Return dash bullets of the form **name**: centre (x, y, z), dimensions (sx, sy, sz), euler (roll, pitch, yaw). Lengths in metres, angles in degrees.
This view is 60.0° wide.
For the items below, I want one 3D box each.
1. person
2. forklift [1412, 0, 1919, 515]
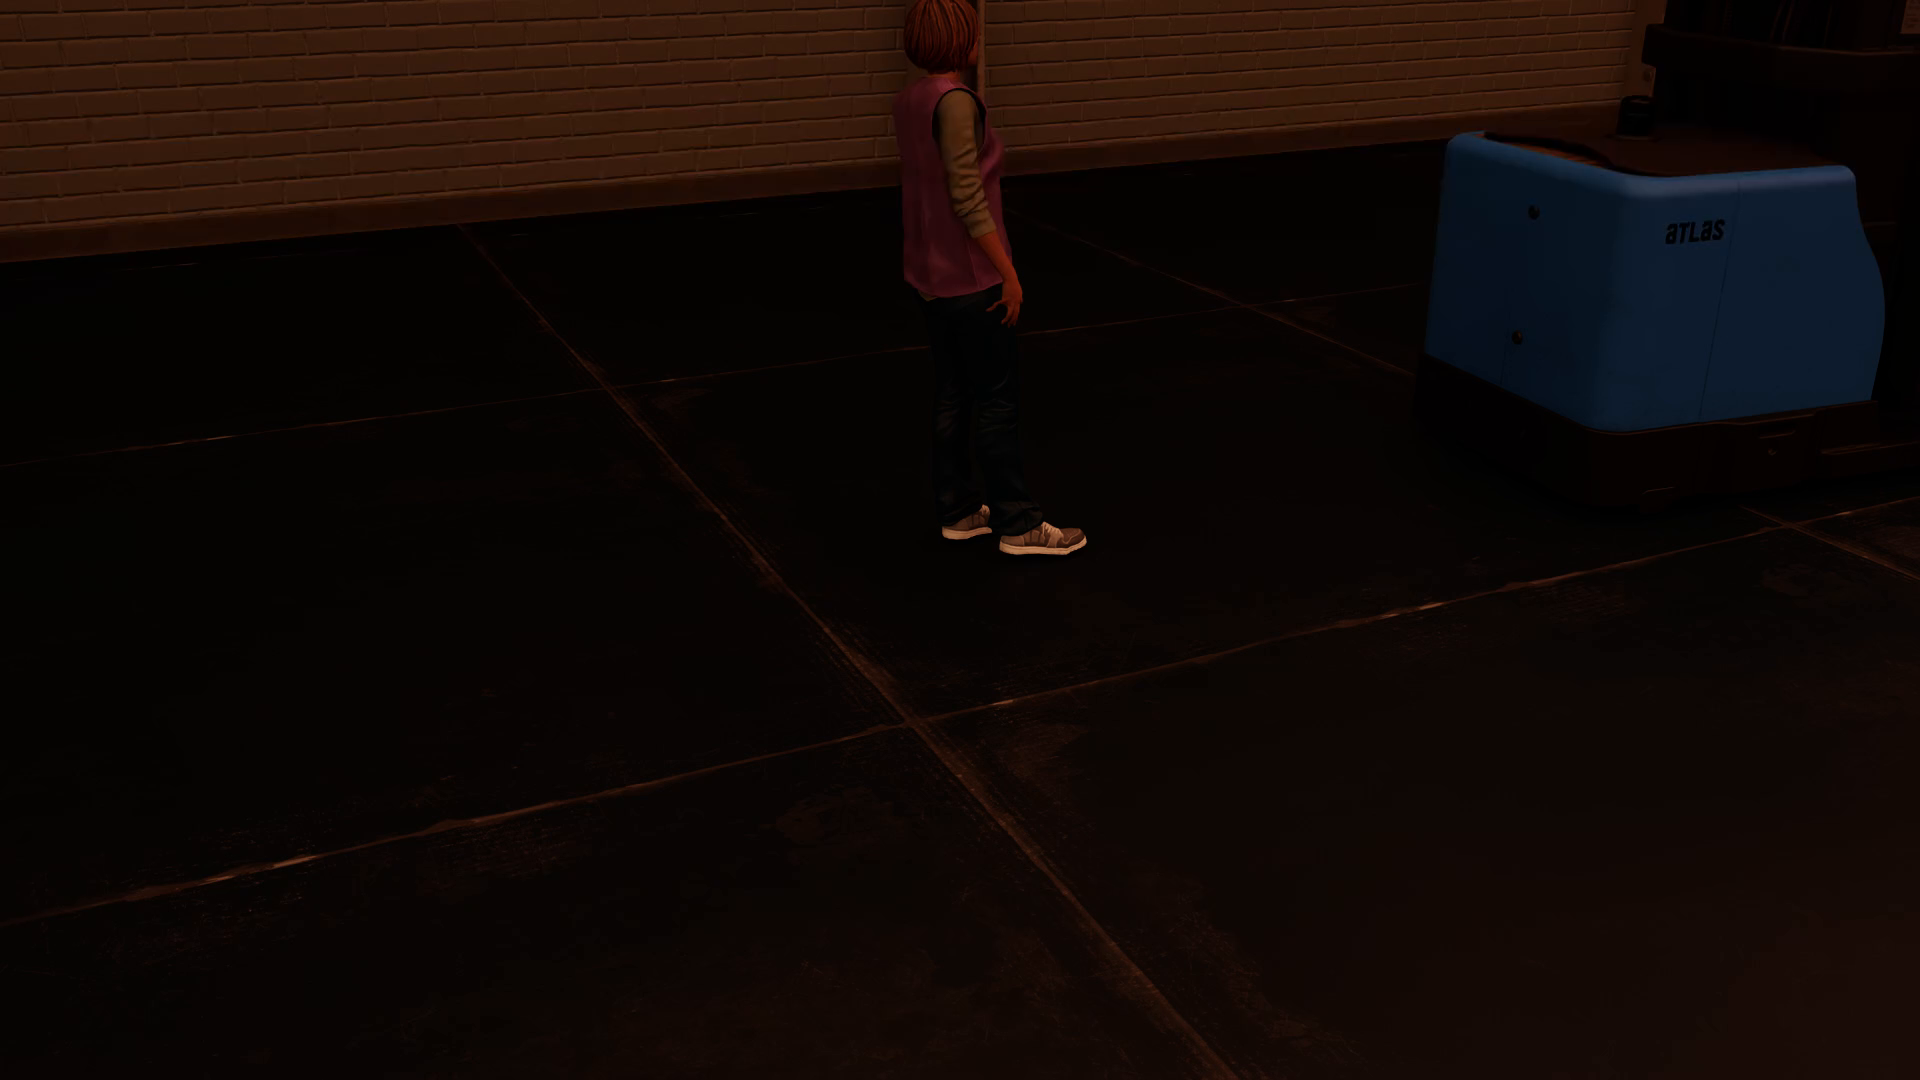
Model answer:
- **person**: centre (0.074, -0.751, 4.816), dimensions (0.473, 1.599, 0.521), euler (-10, 25, -23)
- **forklift**: centre (3.206, -1.761, 5.526), dimensions (3.031, 2.935, 1.130), euler (-8, 24, -18)
